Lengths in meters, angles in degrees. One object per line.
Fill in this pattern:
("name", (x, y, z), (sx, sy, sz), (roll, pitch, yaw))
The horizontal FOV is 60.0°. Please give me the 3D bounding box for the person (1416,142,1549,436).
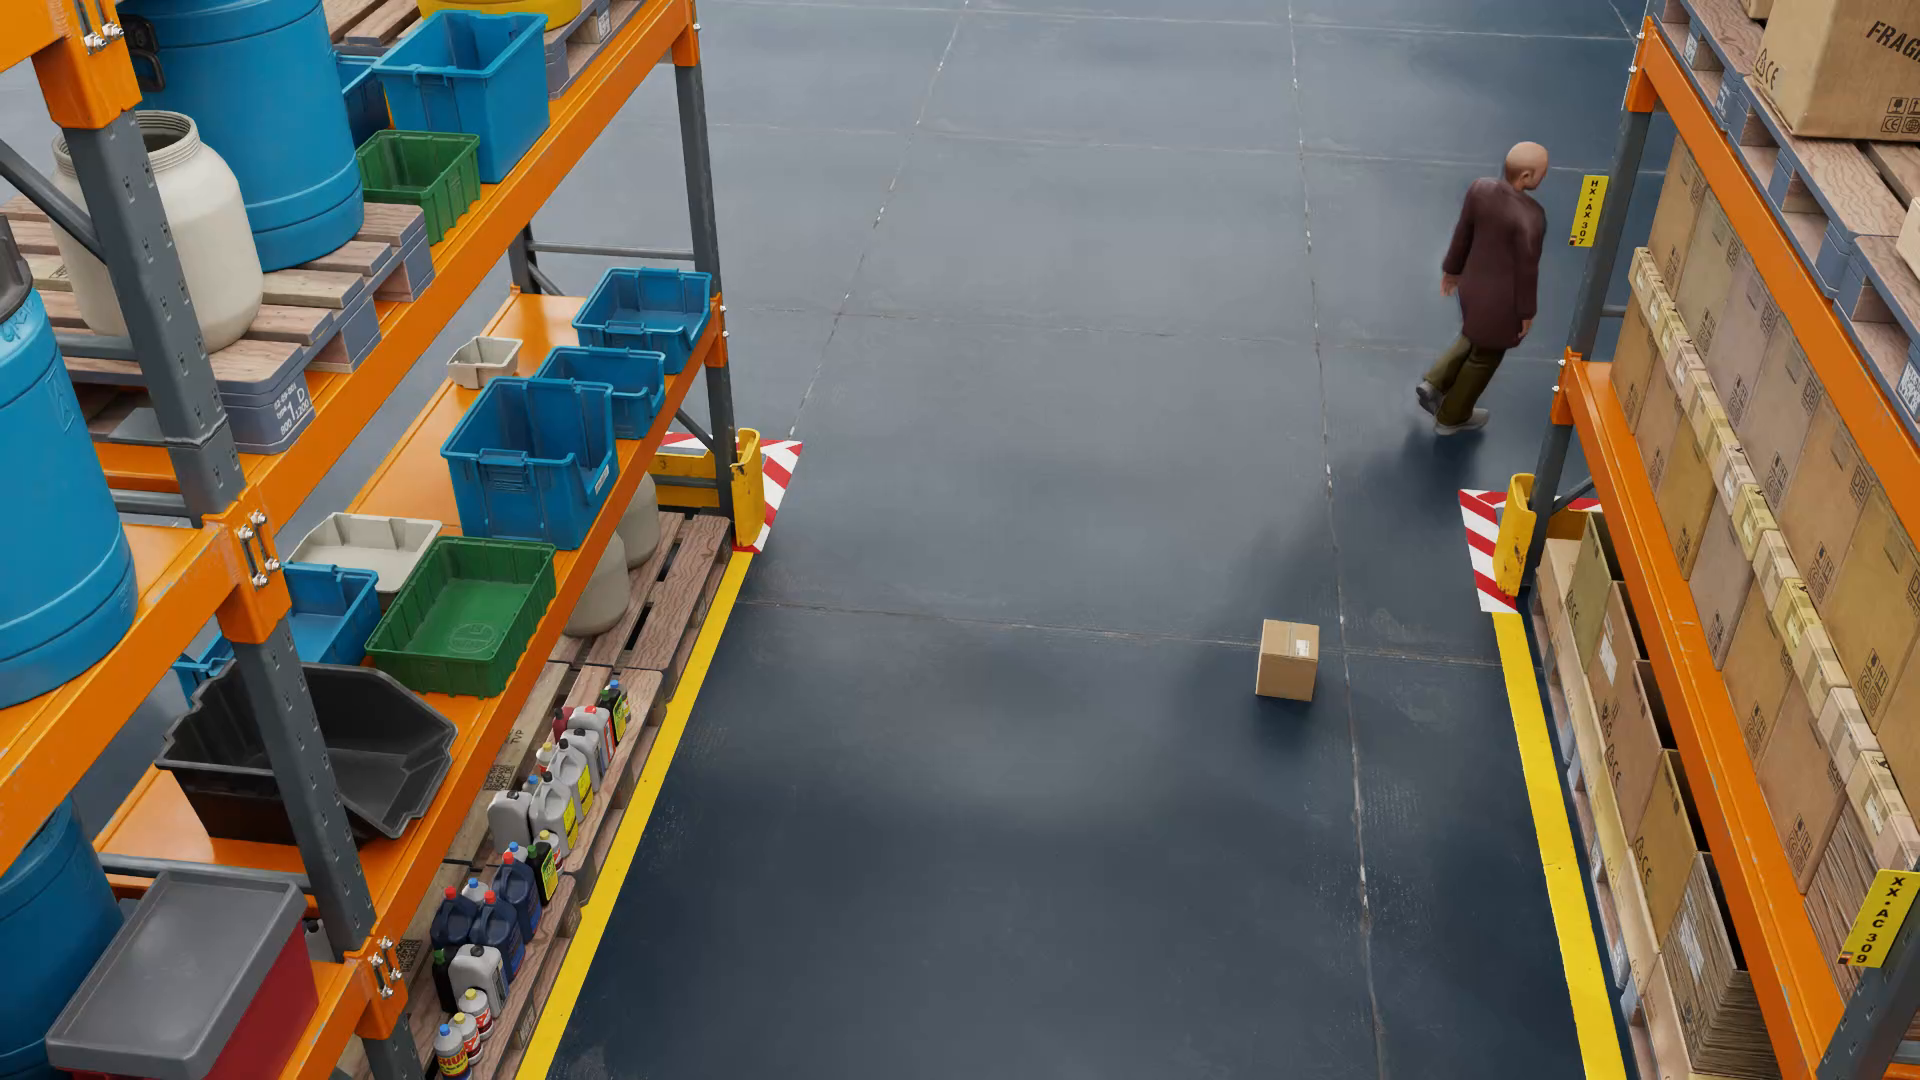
("person", (2.842, -1.314, 8.848), (0.503, 1.763, 0.645), (-13, 38, -18))
